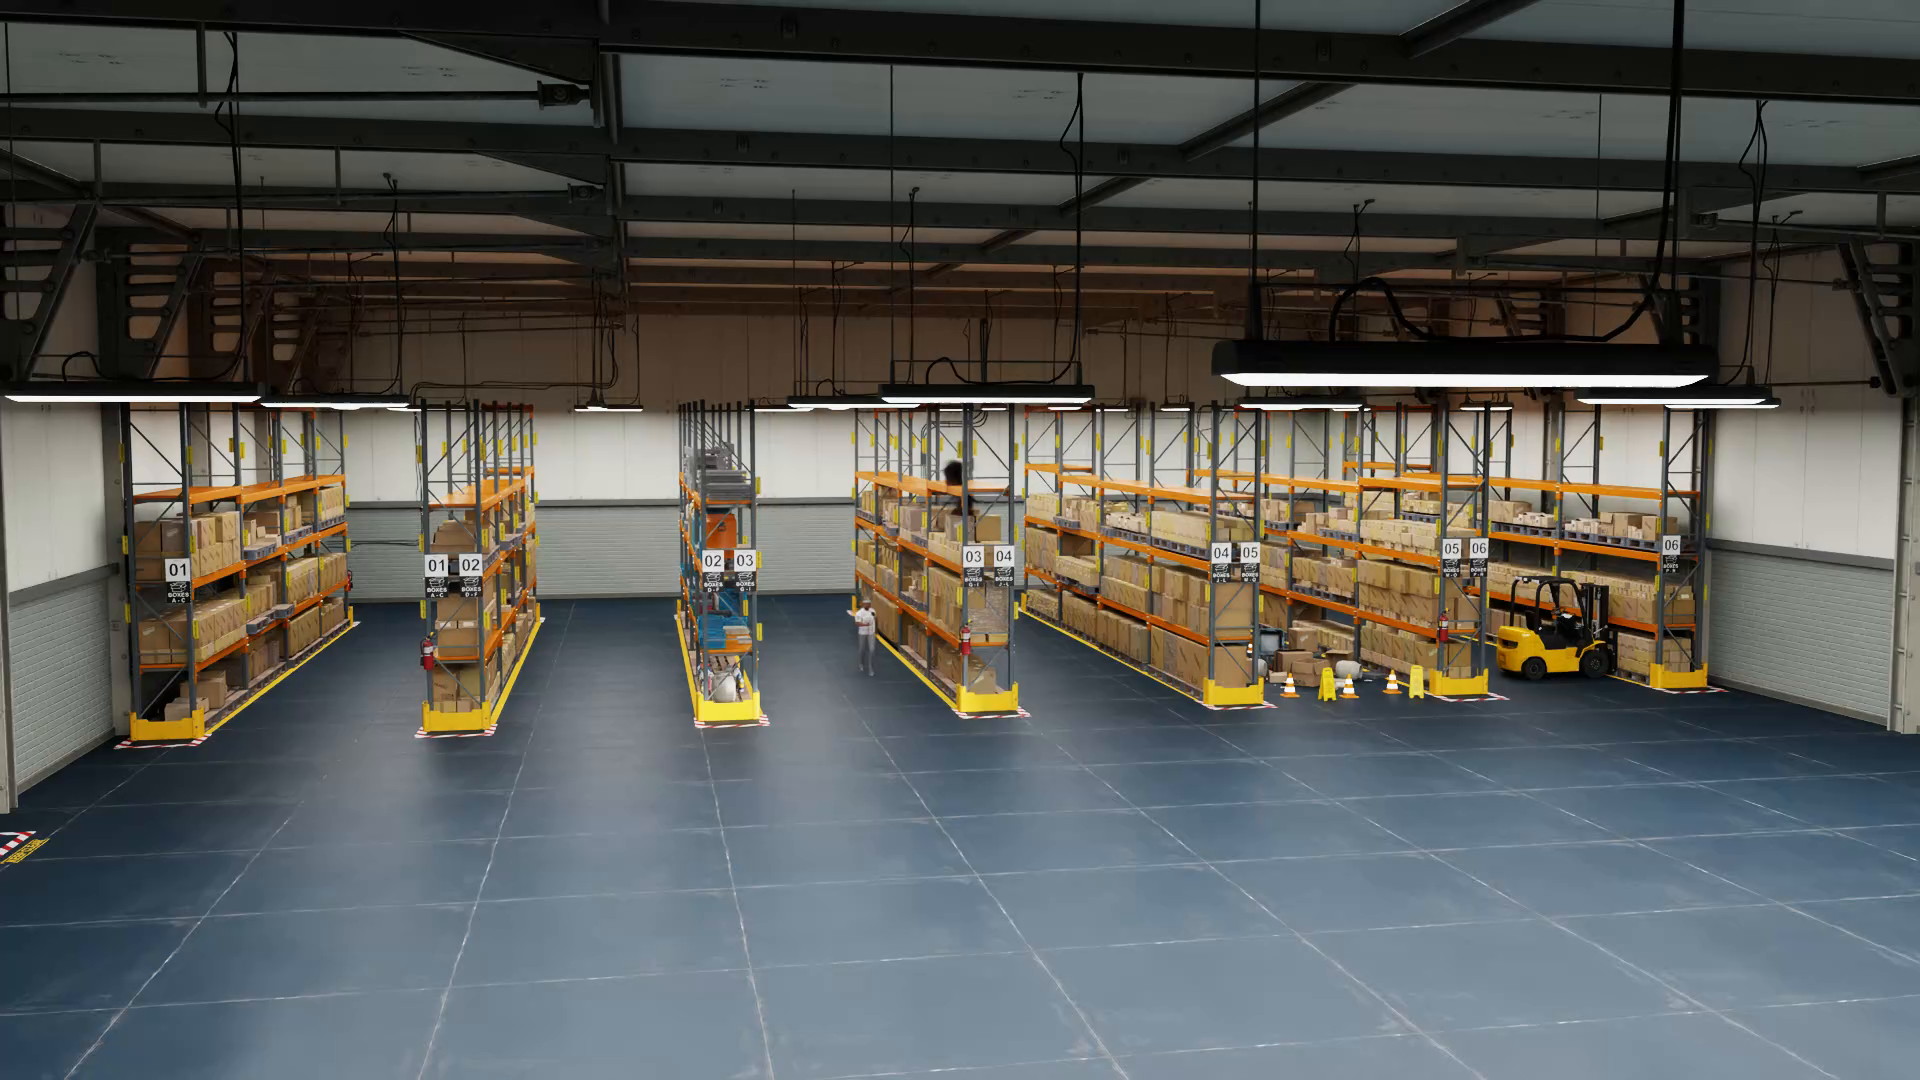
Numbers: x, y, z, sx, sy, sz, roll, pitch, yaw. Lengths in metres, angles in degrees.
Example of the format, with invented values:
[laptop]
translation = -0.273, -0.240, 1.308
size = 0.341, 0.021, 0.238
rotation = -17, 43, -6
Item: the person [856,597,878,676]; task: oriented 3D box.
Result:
[person]
translation = -2.057, 2.119, 36.659
size = 0.537, 1.738, 0.847
rotation = -1, 4, -14
